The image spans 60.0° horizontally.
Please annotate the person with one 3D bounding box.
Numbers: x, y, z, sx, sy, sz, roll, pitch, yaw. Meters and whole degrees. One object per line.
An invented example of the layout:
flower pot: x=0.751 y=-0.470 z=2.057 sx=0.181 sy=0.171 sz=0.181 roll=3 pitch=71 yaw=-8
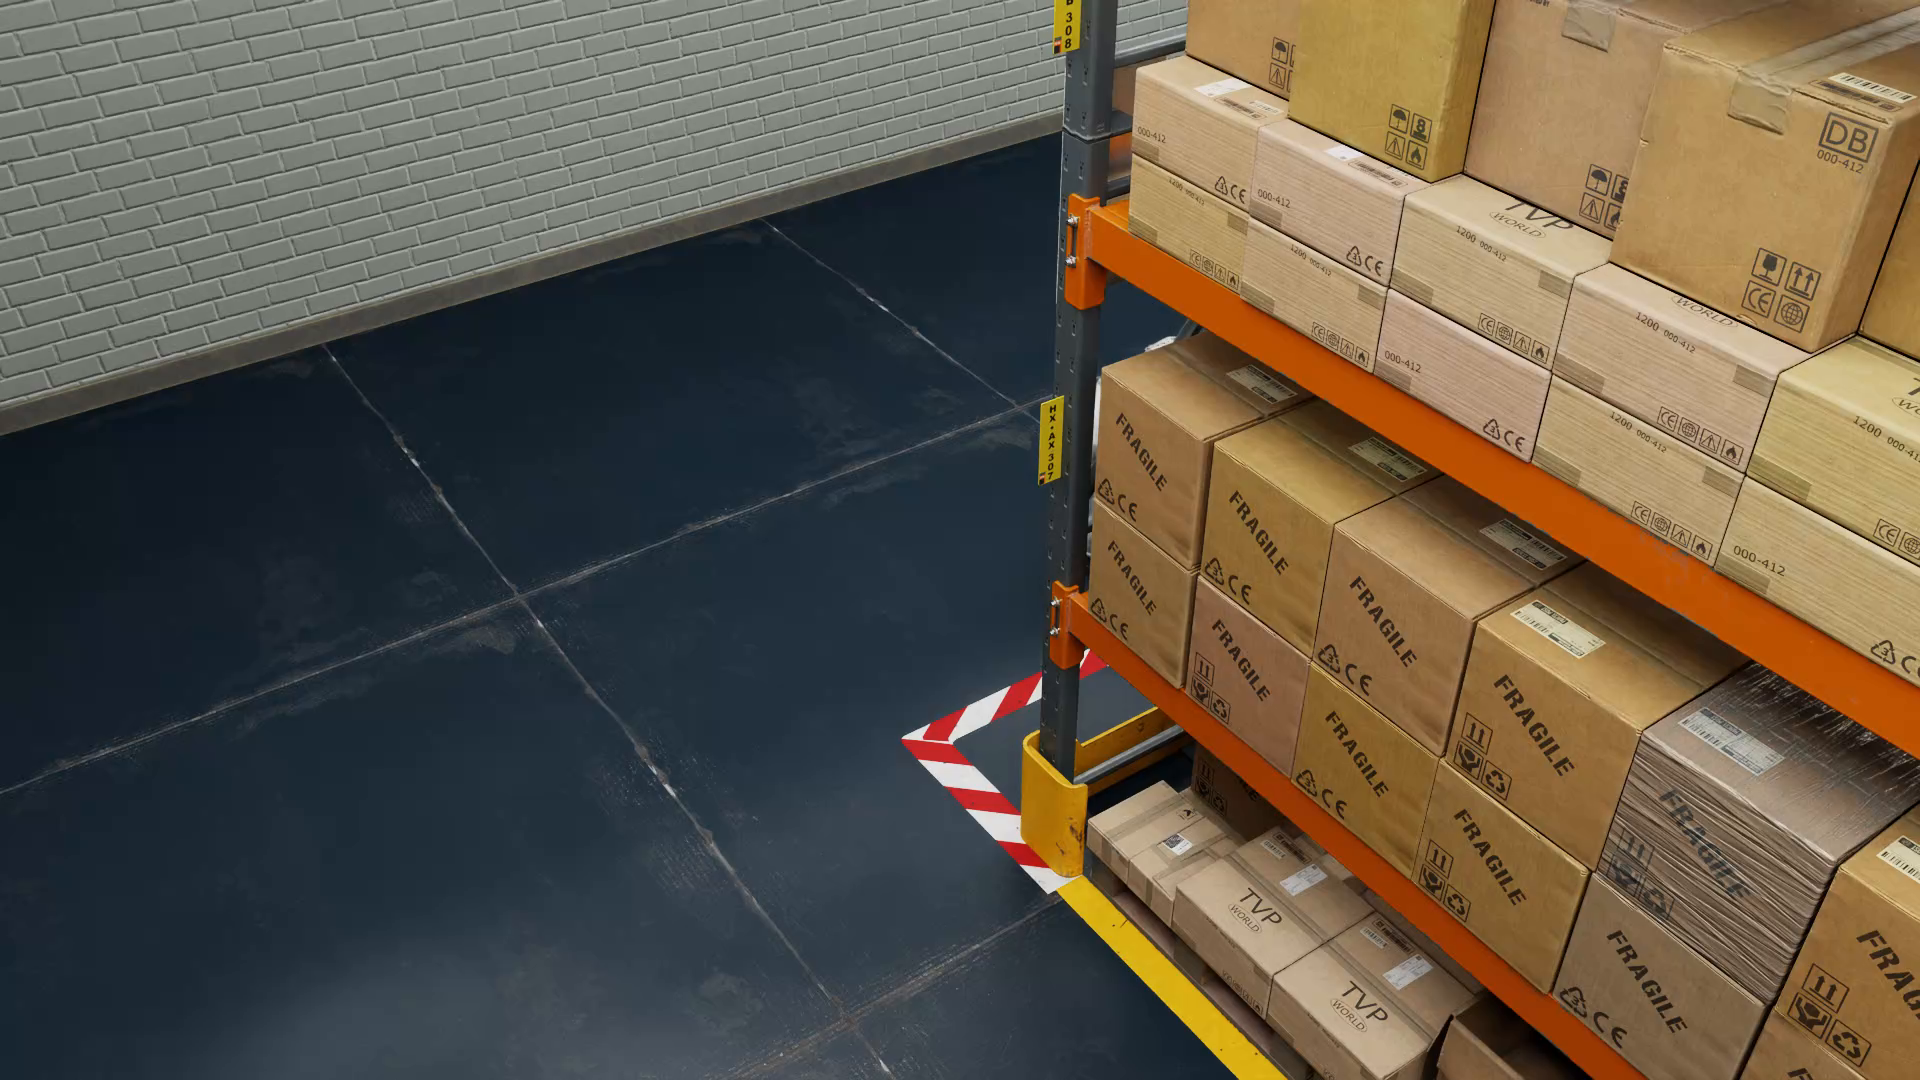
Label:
person: x=0.950 y=-0.439 z=7.983 sx=0.910 sy=1.201 sz=0.484 roll=-24 pitch=43 yaw=-29
